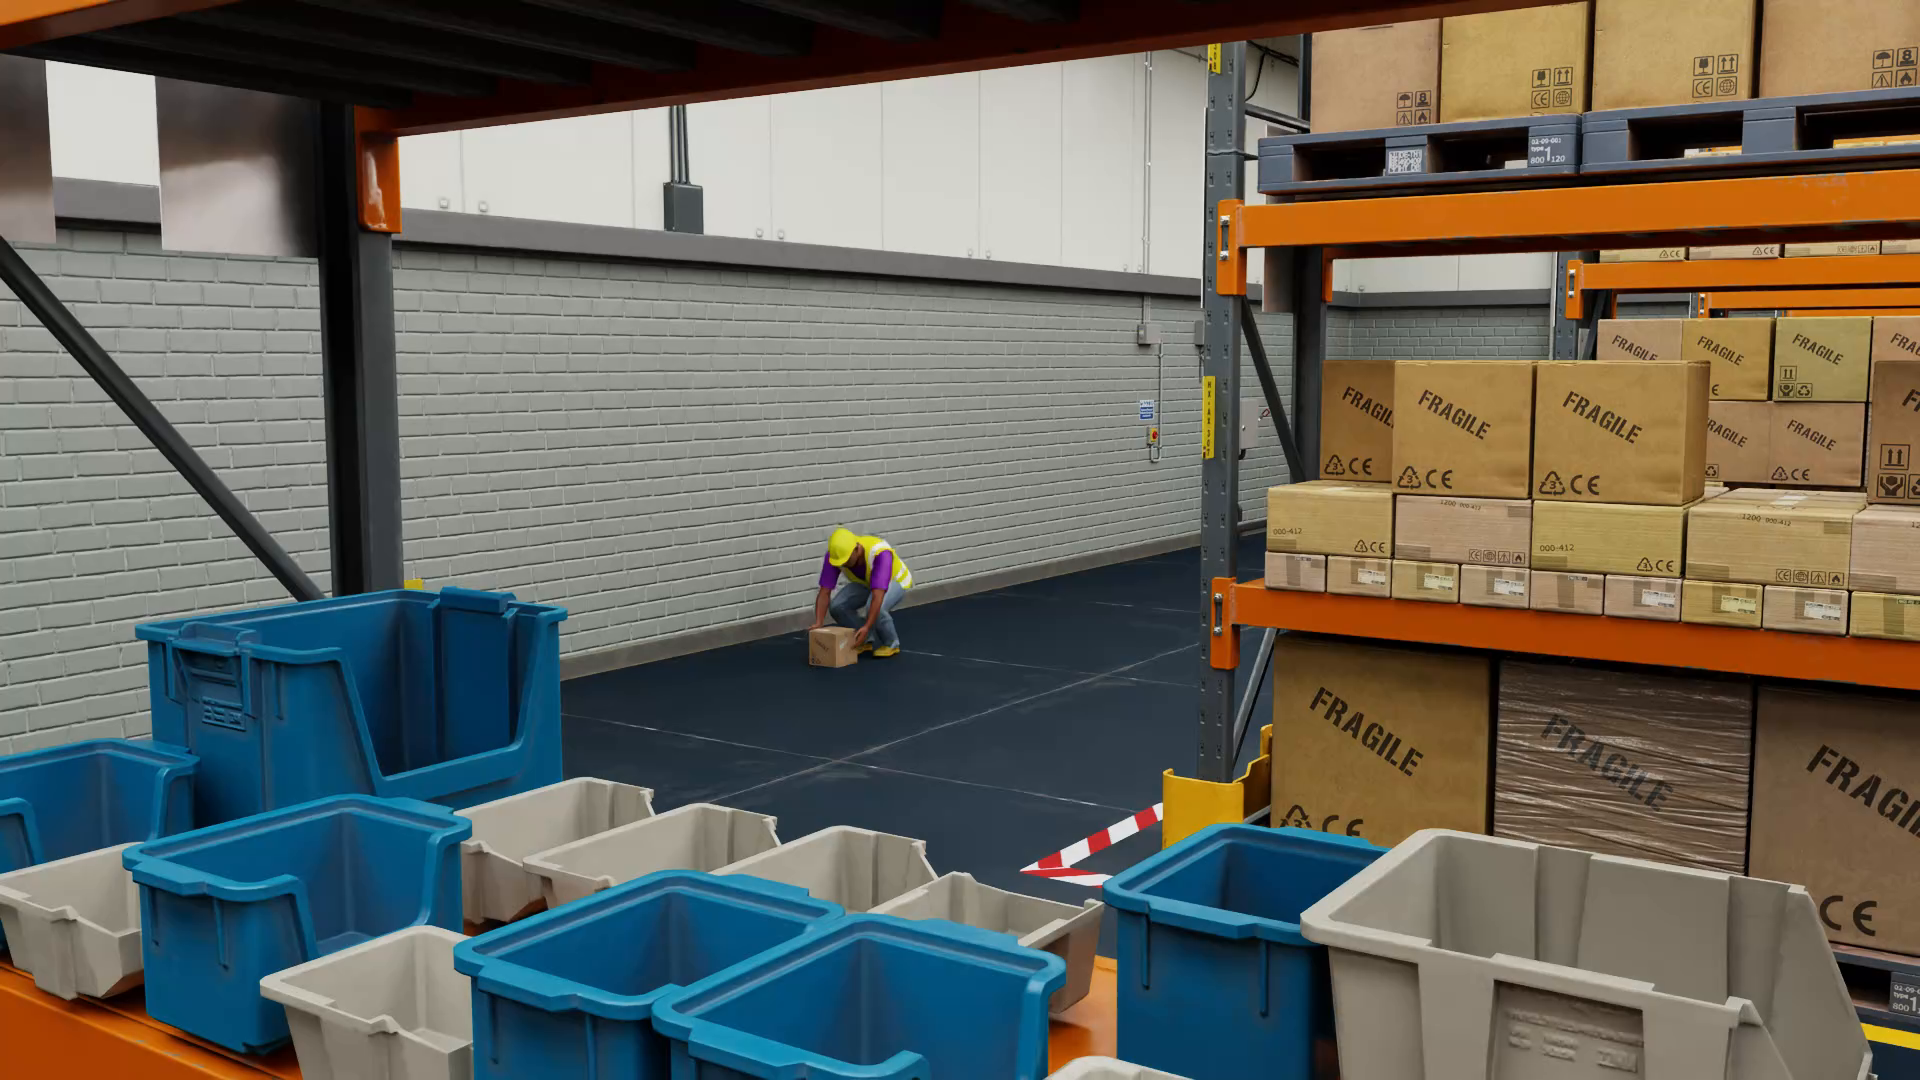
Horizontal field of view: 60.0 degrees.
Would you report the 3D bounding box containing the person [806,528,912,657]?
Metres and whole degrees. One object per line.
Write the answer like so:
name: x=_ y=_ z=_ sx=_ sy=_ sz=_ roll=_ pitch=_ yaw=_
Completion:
person: x=-0.688 y=0.378 z=12.289 sx=0.584 sy=0.994 sz=0.891 roll=4 pitch=7 yaw=33
